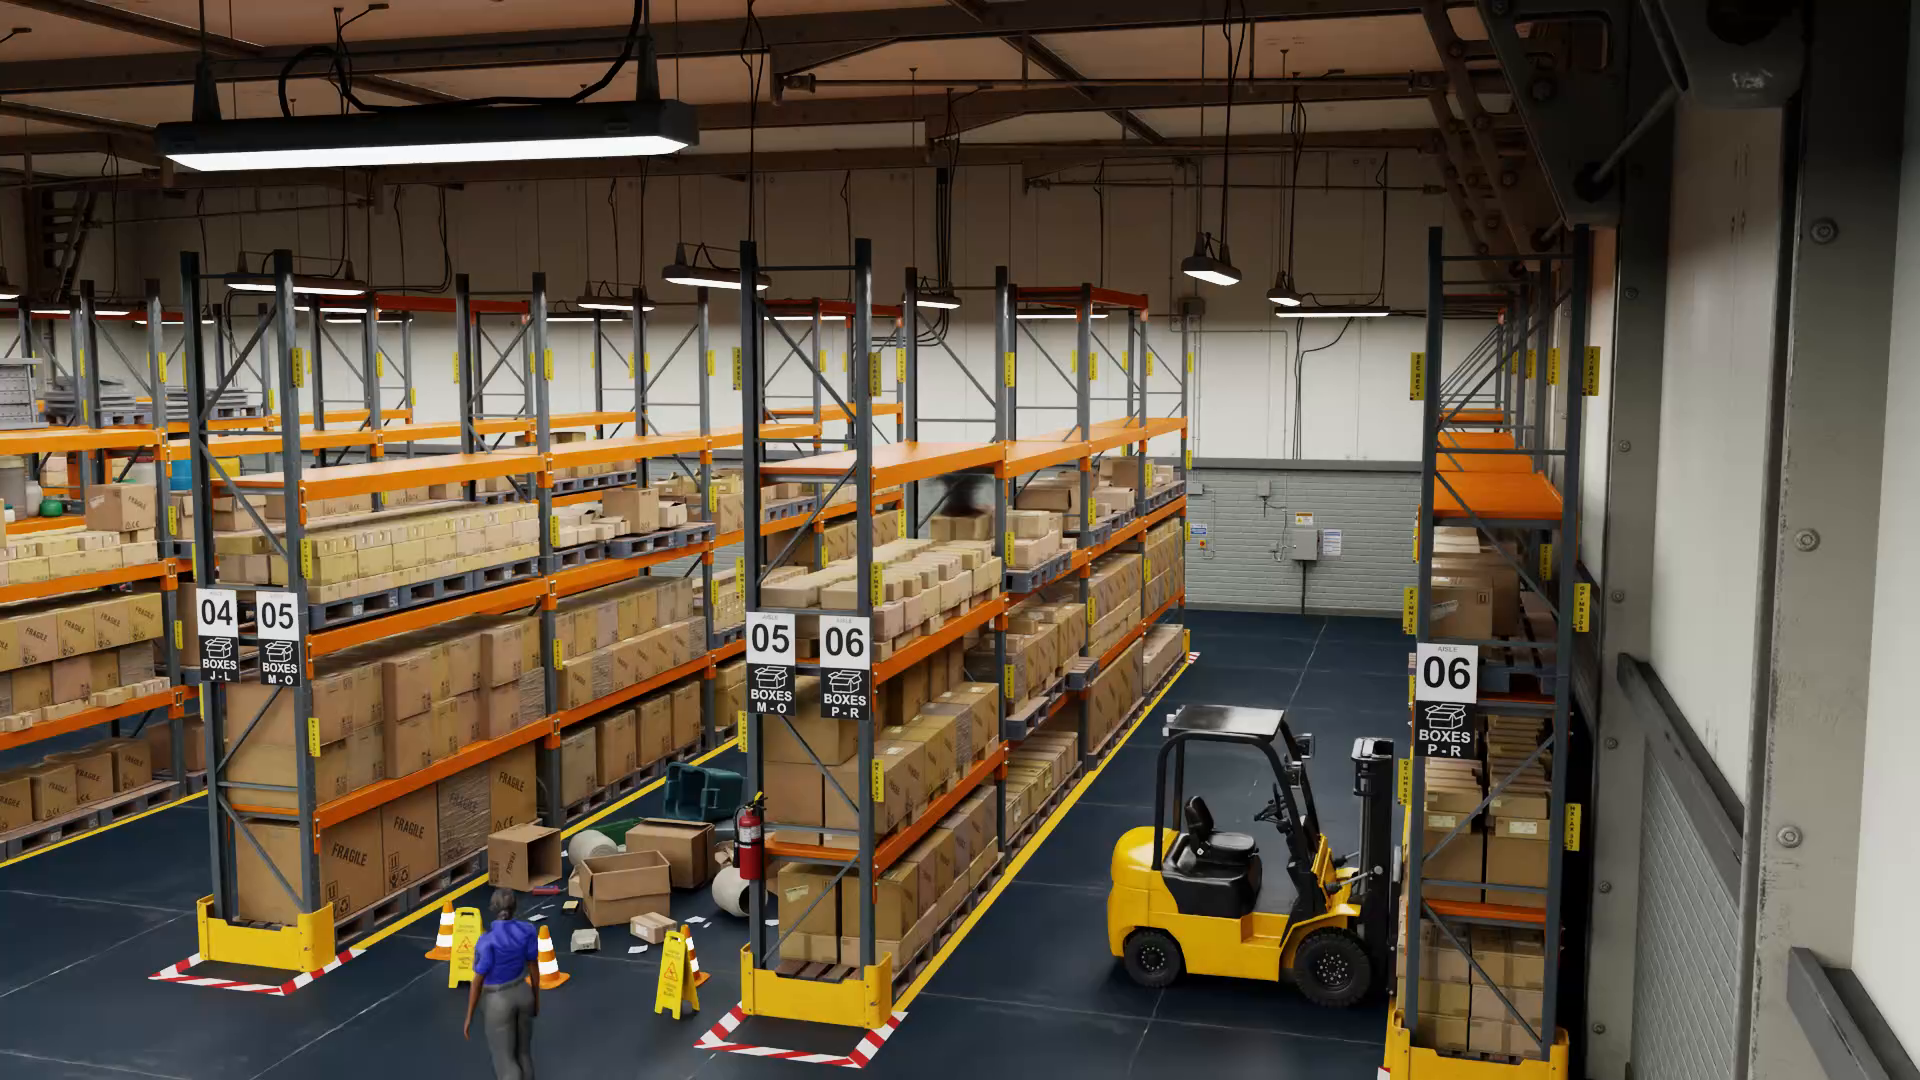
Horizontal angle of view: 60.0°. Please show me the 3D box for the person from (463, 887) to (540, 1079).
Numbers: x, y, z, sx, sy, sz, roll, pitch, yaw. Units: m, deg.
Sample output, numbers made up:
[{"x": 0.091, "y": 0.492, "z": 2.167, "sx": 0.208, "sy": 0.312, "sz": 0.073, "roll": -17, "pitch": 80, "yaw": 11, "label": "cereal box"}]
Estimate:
[{"x": -3.001, "y": 3.130, "z": 11.051, "sx": 0.384, "sy": 1.669, "sz": 0.549, "roll": 4, "pitch": 7, "yaw": 31, "label": "person"}]
